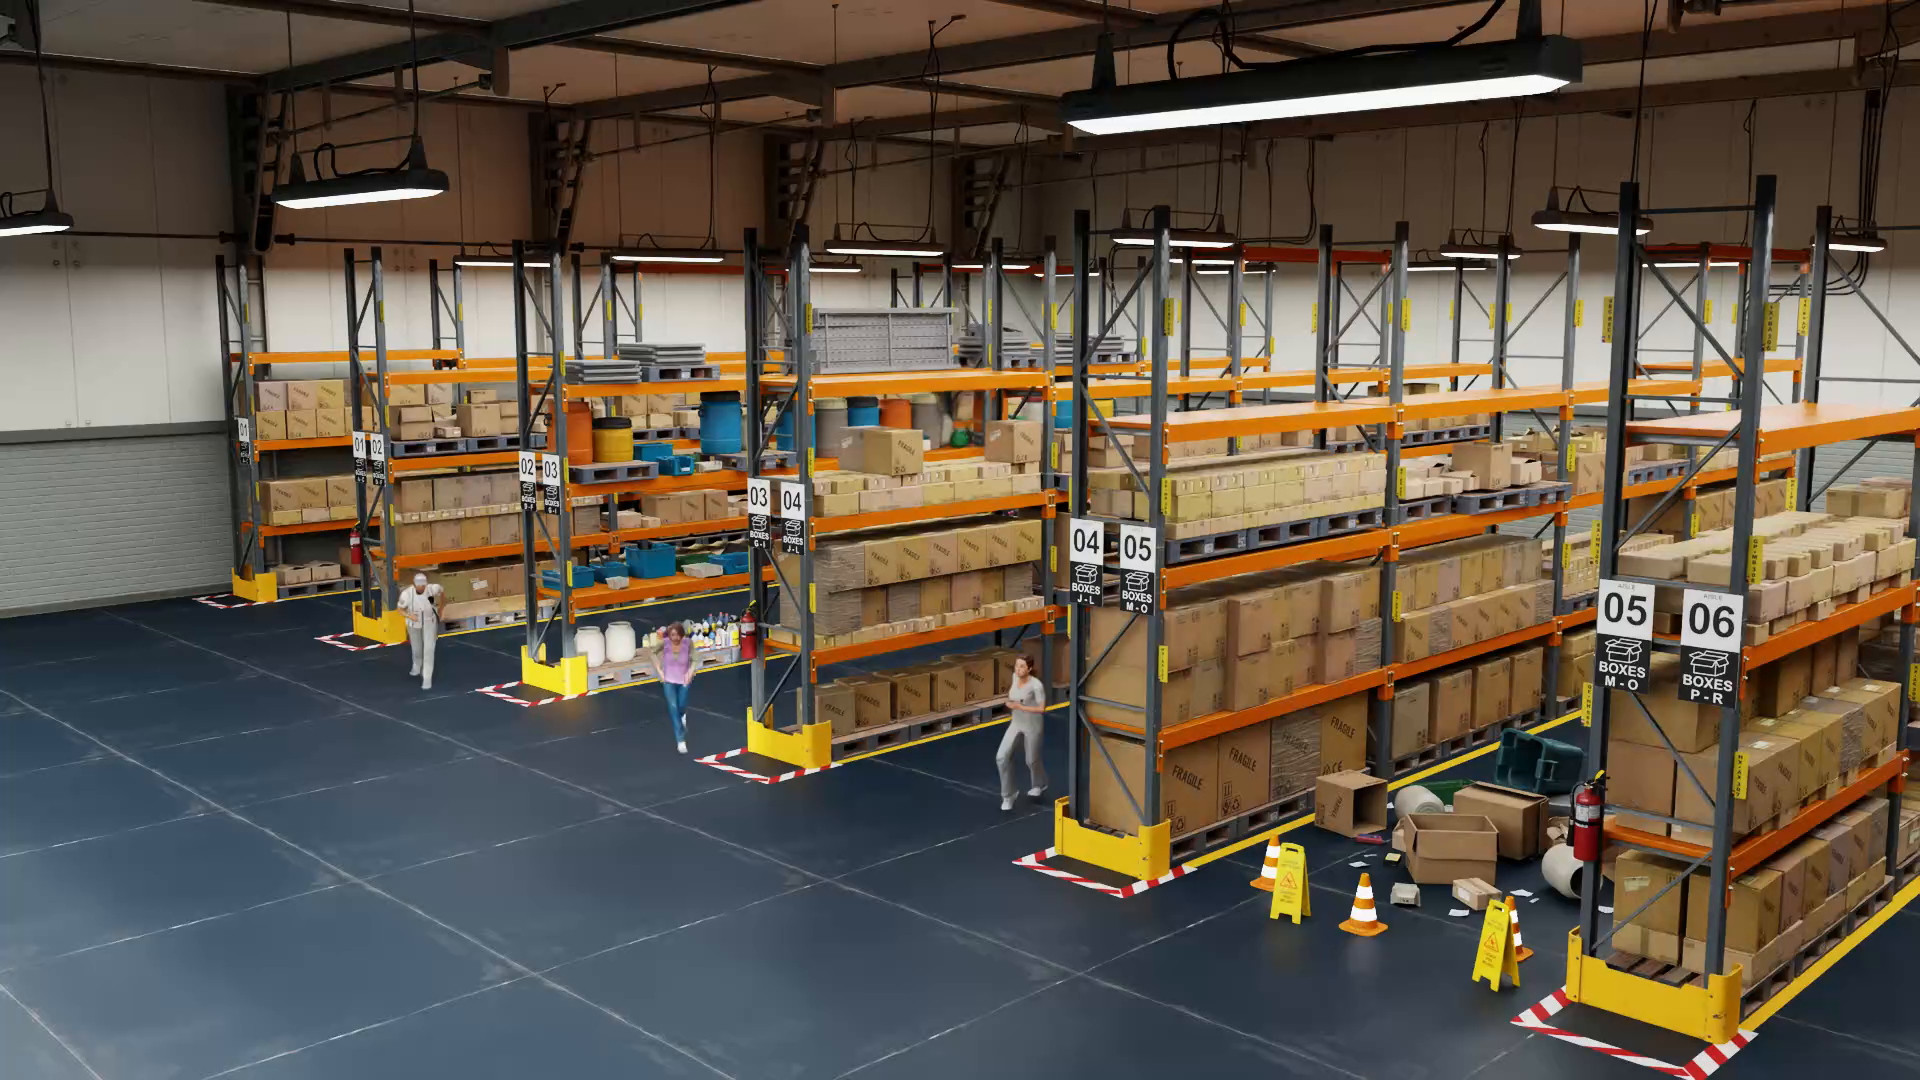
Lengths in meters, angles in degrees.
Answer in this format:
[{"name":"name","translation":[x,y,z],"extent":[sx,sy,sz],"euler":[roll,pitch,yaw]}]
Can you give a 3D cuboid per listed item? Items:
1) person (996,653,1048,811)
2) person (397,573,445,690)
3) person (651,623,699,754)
[{"name":"person","translation":[0.724,1.971,17.099],"extent":[0.556,1.713,0.803],"euler":[6,10,37]},{"name":"person","translation":[-7.352,1.208,22.727],"extent":[0.649,1.626,1.031],"euler":[-3,9,-23]},{"name":"person","translation":[-3.334,1.672,19.560],"extent":[0.558,1.549,0.895],"euler":[-1,8,-5]}]
